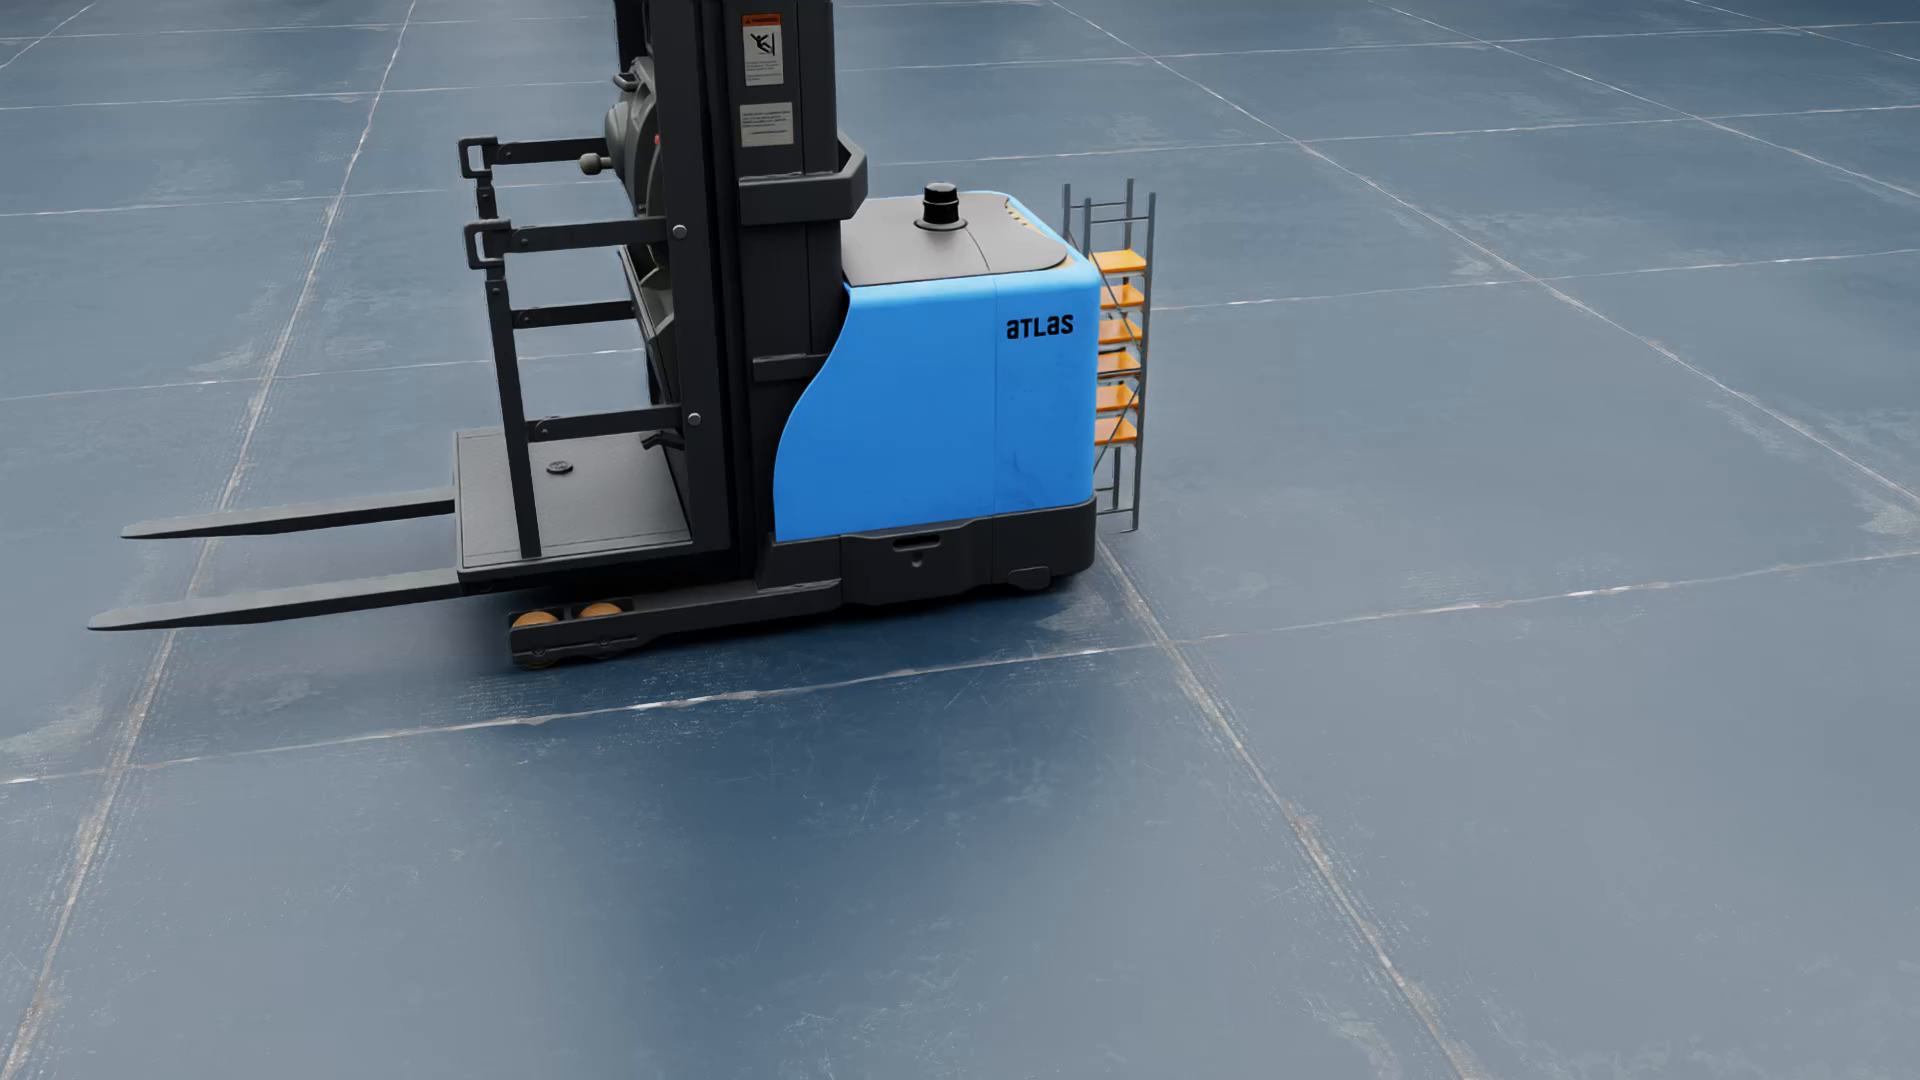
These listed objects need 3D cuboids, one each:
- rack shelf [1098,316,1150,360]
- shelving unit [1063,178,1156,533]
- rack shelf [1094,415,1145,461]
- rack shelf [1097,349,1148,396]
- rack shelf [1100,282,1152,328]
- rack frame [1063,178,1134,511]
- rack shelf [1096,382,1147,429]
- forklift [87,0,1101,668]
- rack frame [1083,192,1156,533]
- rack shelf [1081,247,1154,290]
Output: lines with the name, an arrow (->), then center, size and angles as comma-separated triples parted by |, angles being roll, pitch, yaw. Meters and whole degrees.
rack shelf -> 0.480, -0.660, 5.557 | 0.258, 0.103, 0.180 | -8, 28, -15
shelving unit -> 0.480, -0.592, 5.591 | 0.258, 1.200, 0.189 | -8, 28, -15
rack shelf -> 0.480, -0.338, 5.720 | 0.258, 0.103, 0.180 | -8, 28, -15
rack shelf -> 0.480, -0.552, 5.611 | 0.258, 0.103, 0.180 | -8, 28, -15
rack shelf -> 0.480, -0.767, 5.503 | 0.258, 0.103, 0.180 | -8, 28, -15
rack frame -> 0.452, -0.631, 5.669 | 0.240, 1.200, 0.006 | -8, 28, -15
rack shelf -> 0.480, -0.445, 5.665 | 0.258, 0.103, 0.180 | -8, 28, -15
forklift -> -1.134, -1.189, 4.852 | 3.031, 2.935, 1.130 | -7, 28, -14
rack frame -> 0.507, -0.553, 5.513 | 0.240, 1.200, 0.006 | -8, 28, -15
rack shelf -> 0.480, -0.874, 5.449 | 0.258, 0.103, 0.180 | -8, 28, -15
